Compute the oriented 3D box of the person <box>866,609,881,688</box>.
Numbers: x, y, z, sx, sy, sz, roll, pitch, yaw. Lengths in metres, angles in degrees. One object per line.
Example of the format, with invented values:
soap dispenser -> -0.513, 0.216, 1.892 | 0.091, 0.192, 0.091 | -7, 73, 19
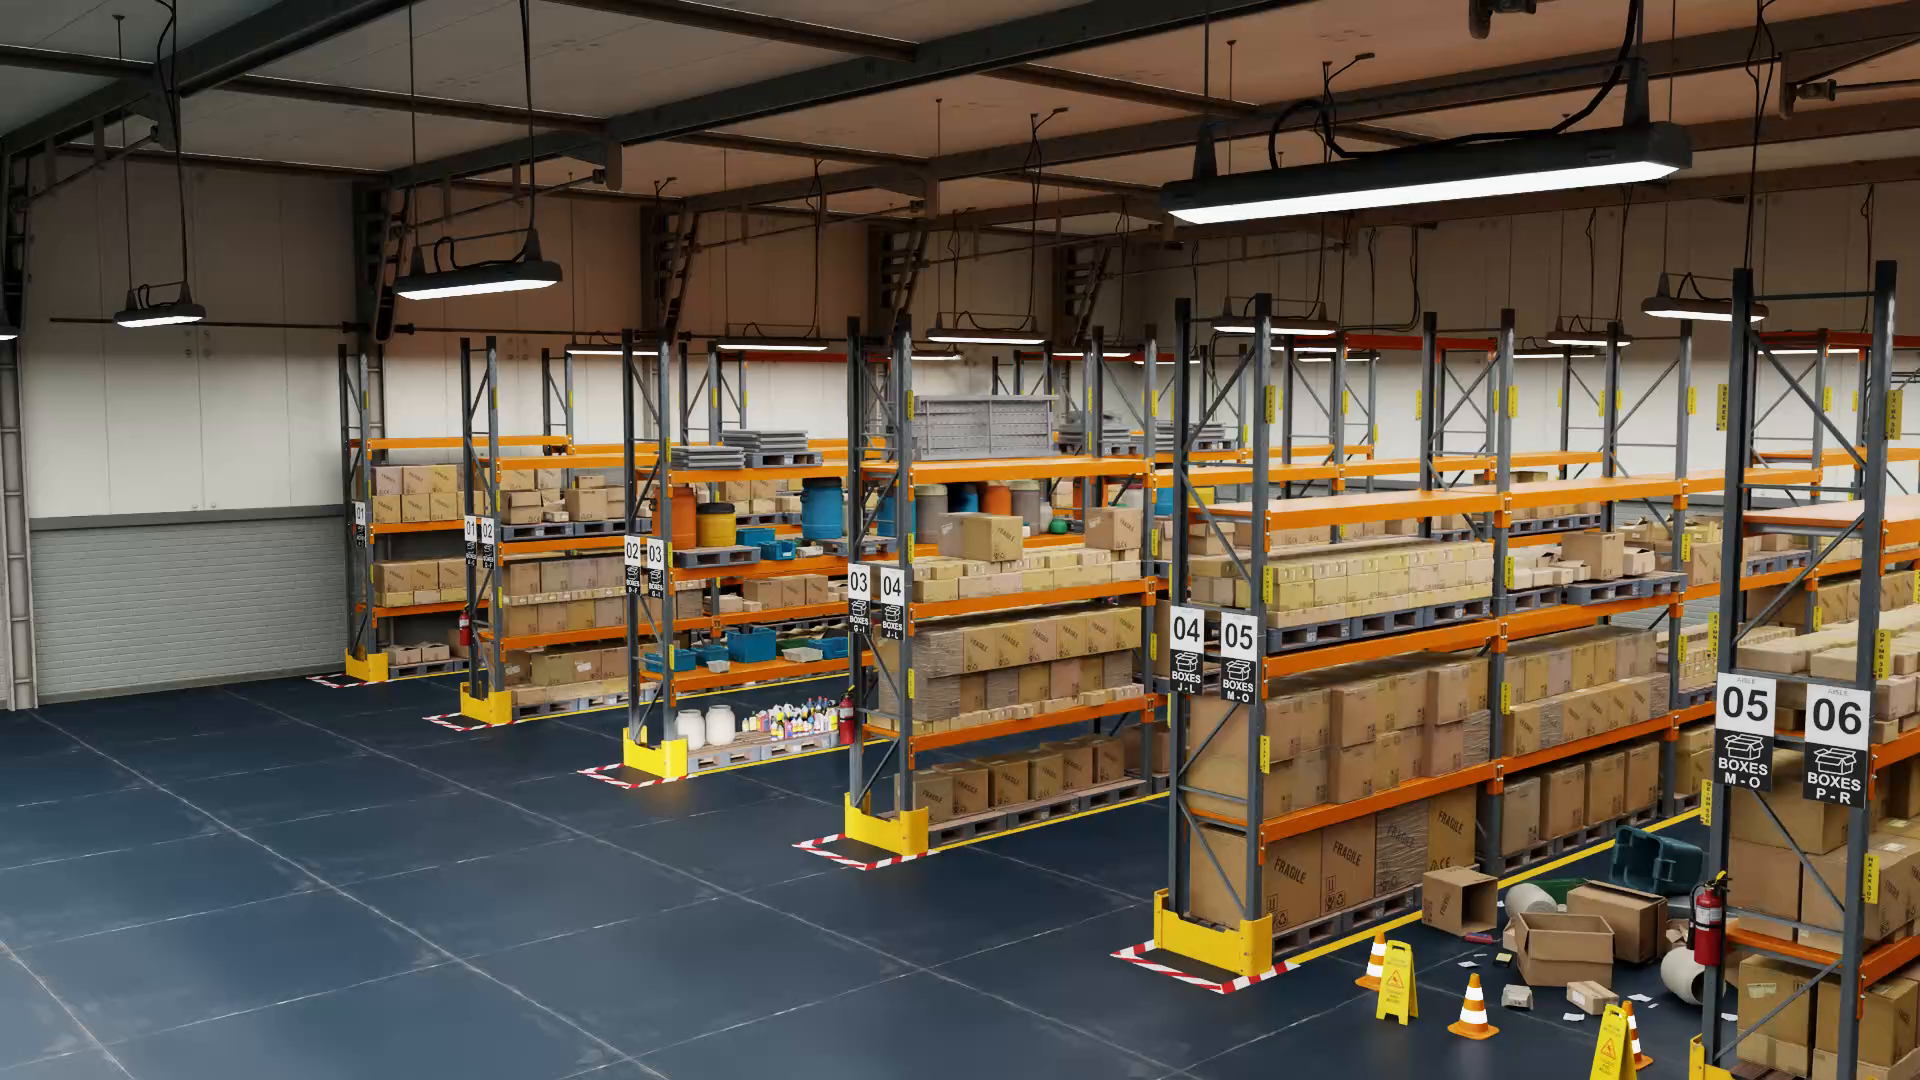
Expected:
person -> -1.356, 1.563, 27.241 | 0.859, 1.795, 0.708 | -4, 7, -38
